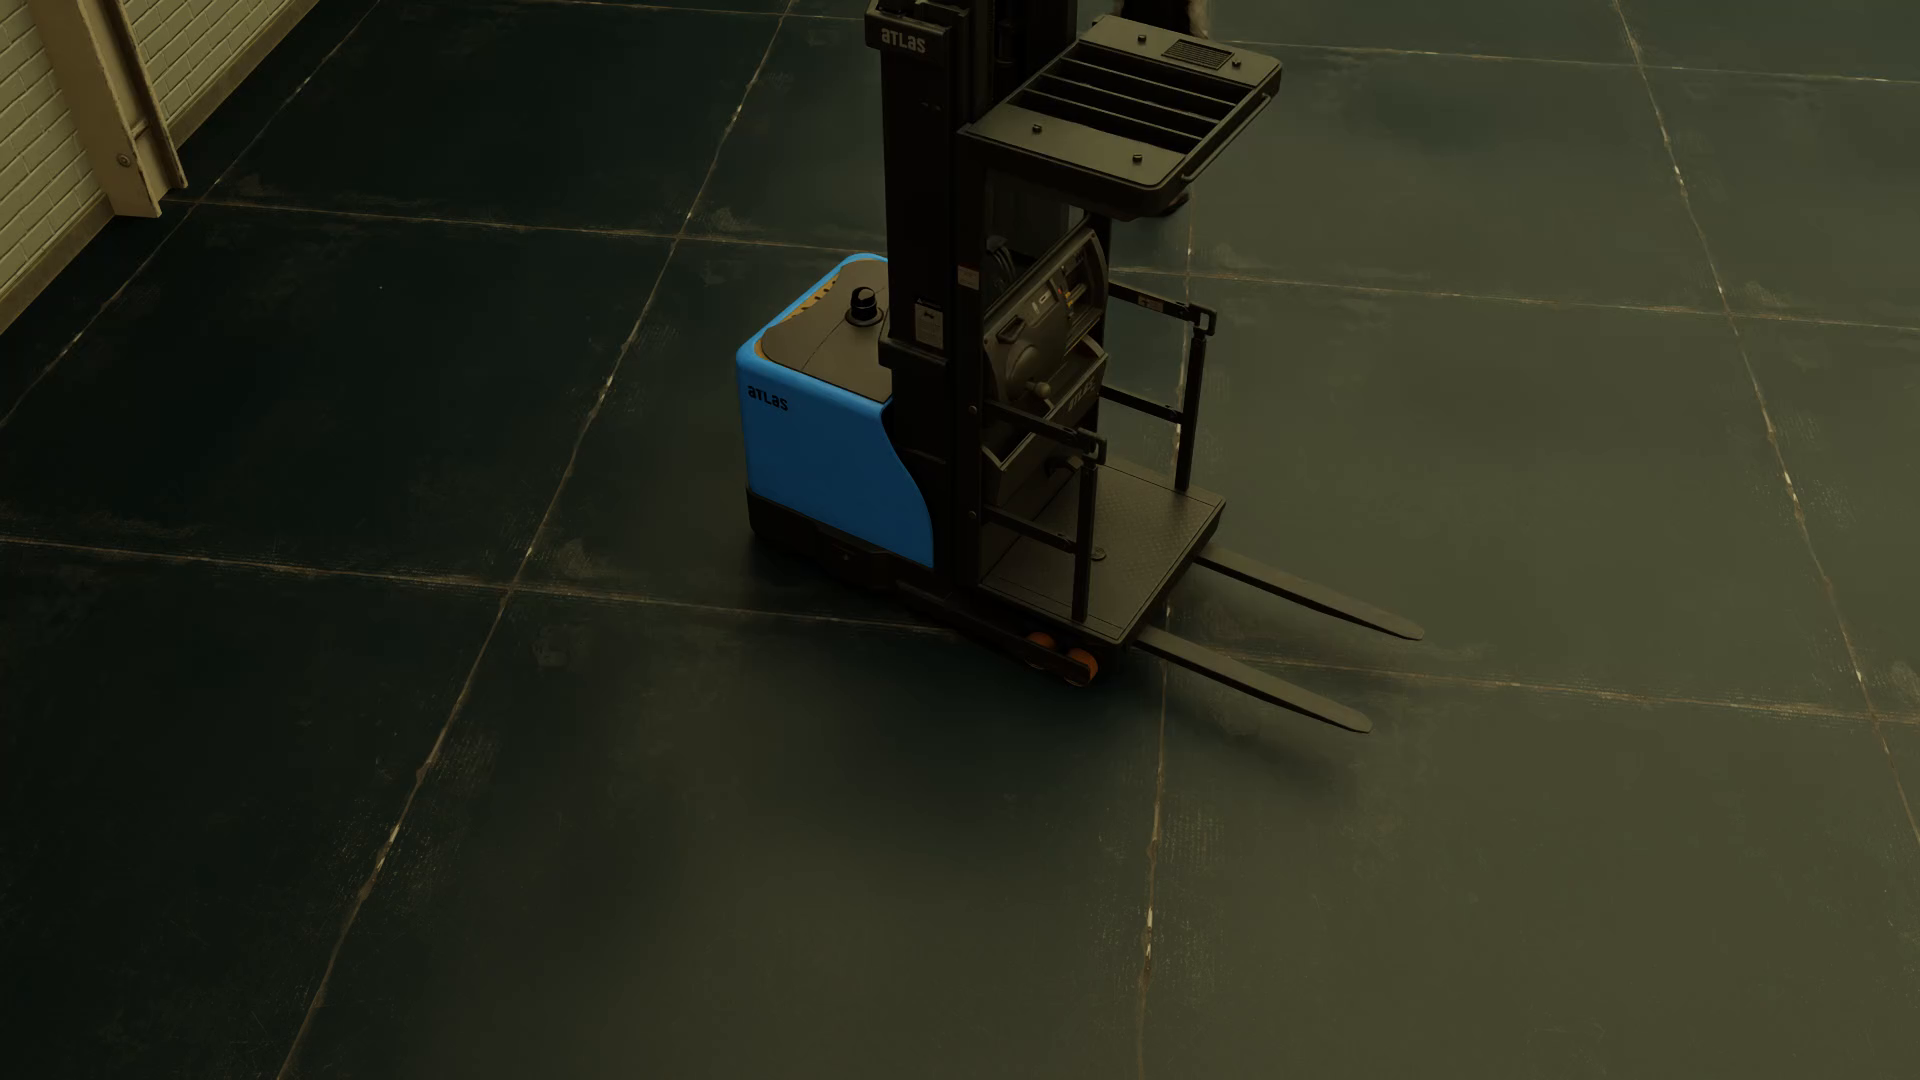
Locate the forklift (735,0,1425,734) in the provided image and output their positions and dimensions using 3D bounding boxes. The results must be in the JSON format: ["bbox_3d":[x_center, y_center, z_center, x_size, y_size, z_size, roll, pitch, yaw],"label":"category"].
[{"bbox_3d":[0.531,-0.861,6.661,3.031,2.935,1.130,22,47,22],"label":"forklift"}]

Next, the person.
[{"bbox_3d":[1.126,-2.706,9.571,0.586,1.724,0.442,14,45,15],"label":"person"}]
